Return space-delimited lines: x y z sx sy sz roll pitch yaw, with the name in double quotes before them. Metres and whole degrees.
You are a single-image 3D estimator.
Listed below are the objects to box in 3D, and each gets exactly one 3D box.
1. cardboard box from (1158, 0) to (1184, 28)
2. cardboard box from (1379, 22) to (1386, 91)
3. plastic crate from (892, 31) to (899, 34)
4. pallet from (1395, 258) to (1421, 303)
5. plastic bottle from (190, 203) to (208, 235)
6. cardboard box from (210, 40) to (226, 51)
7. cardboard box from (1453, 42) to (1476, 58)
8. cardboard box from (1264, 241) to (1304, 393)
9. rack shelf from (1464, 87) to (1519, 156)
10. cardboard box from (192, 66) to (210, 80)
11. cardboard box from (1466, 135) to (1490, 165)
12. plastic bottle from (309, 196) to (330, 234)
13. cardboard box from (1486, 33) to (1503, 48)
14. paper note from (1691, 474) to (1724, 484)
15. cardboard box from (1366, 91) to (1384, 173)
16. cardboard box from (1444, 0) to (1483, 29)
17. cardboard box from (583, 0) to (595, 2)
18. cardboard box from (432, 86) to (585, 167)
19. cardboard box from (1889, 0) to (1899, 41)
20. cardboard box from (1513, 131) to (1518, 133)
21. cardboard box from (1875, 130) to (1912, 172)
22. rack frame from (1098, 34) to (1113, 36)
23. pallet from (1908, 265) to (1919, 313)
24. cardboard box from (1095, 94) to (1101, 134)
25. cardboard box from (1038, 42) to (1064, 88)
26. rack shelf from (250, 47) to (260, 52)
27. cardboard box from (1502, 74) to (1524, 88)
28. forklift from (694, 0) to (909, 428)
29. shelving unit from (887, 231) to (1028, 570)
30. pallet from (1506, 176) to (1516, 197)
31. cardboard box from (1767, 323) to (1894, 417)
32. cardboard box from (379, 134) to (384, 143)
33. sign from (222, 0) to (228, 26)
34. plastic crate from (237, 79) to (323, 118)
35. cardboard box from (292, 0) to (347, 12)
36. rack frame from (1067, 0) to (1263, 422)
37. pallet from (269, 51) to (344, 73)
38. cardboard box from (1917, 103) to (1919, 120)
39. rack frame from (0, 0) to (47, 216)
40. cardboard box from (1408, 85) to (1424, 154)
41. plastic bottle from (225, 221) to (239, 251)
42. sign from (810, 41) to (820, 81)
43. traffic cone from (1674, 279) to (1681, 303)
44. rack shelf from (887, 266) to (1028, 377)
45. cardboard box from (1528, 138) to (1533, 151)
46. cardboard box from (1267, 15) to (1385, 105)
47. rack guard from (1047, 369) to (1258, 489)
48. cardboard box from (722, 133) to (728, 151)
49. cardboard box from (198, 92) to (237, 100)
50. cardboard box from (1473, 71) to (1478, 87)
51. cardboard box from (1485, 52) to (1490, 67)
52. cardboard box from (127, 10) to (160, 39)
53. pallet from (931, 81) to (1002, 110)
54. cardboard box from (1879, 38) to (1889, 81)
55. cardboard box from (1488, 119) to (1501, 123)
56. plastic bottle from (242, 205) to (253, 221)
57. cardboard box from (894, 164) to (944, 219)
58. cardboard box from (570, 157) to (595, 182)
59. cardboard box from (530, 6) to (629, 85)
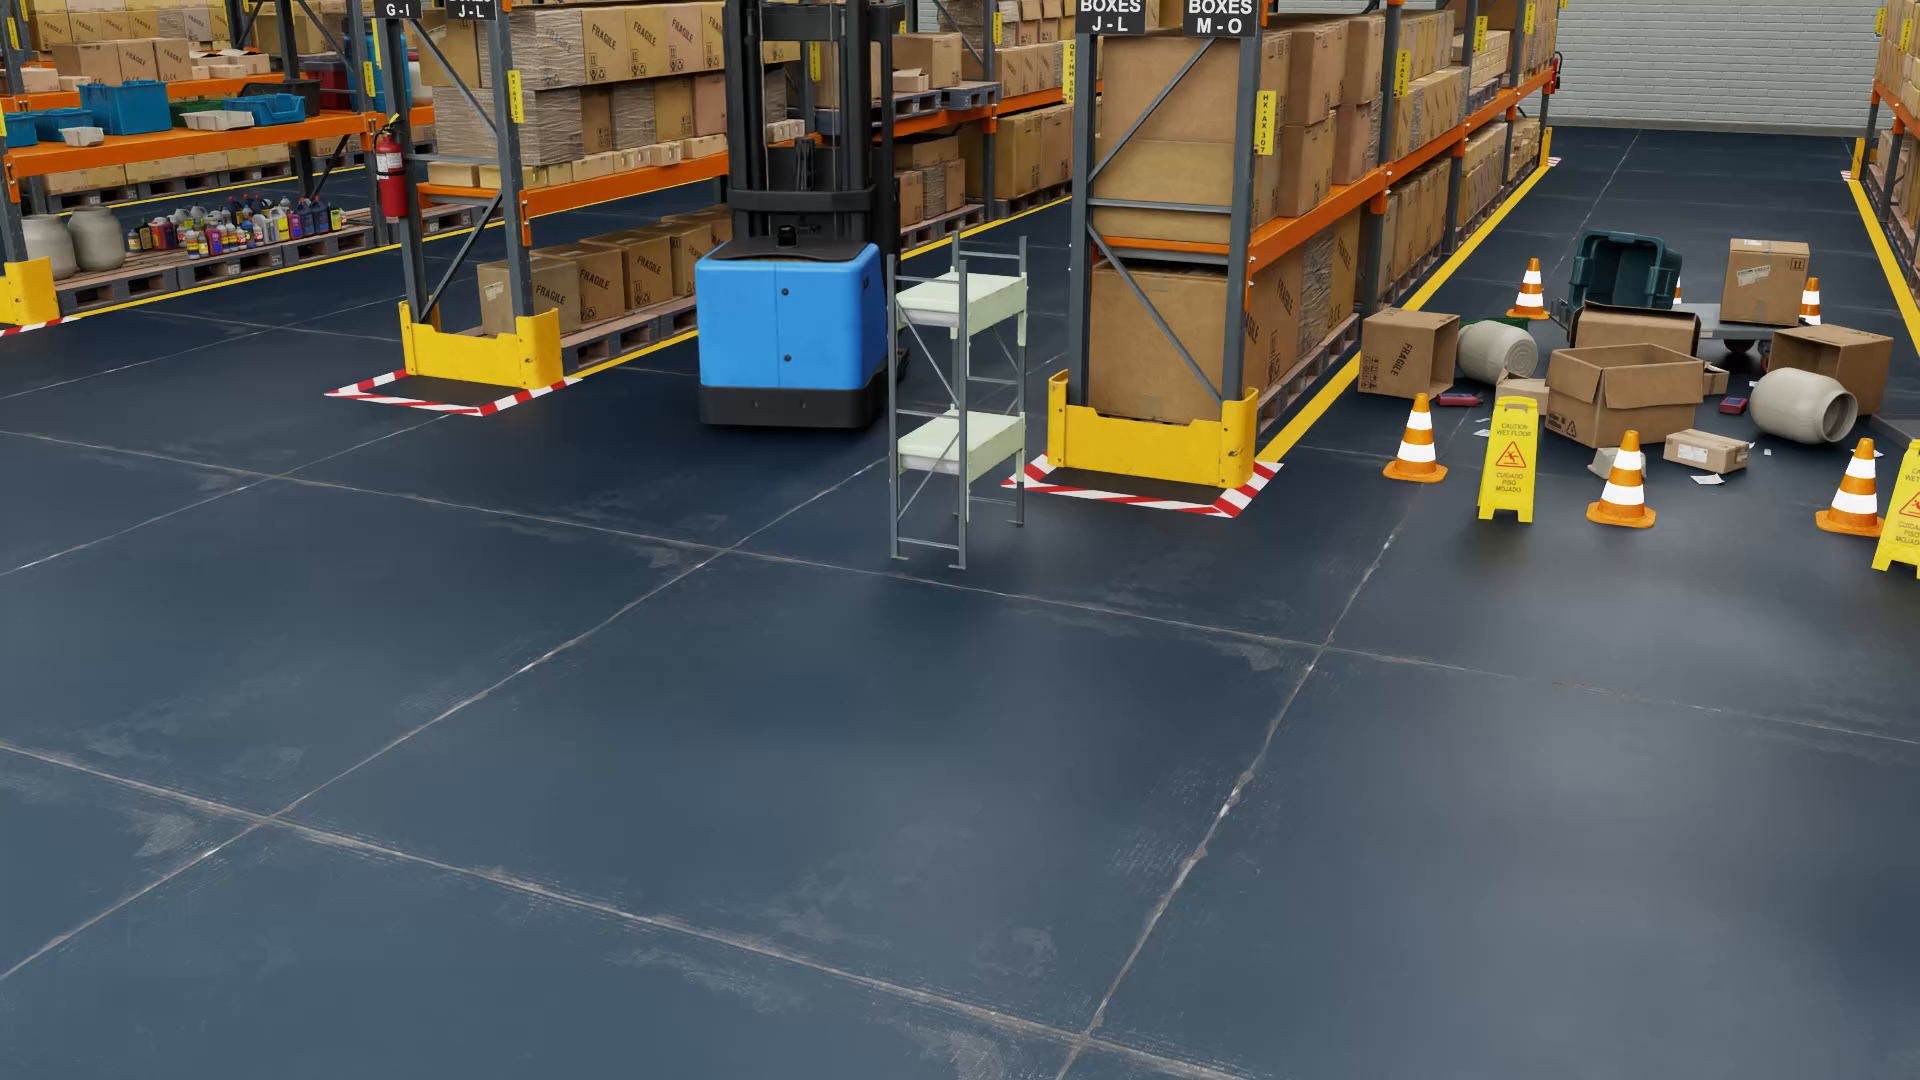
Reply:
"cardboard box" 3.212 -7.673 24.227 0.500 0.500 0.500 9 21 23
"cardboard box" 2.939 -3.726 12.827 0.700 0.500 0.500 8 21 22
"plastic crate" -1.314 -8.031 26.433 0.616 0.435 0.499 9 21 23
"pallet" 3.487 -2.362 14.794 1.003 0.211 1.213 9 21 23
"plastic bottle" -7.222 -3.028 15.803 0.144 0.351 0.185 8 21 22
"cardboard box" -11.985 -7.919 26.606 0.380 0.149 0.250 9 21 24
"cardboard box" 4.957 -4.909 16.656 0.380 0.149 0.250 8 21 22
"cardboard box" 1.679 -1.515 10.795 0.875 0.875 0.875 8 21 22
"rack shelf" 5.198 -4.550 17.860 1.077 0.370 4.000 9 21 23
"cardboard box" -9.611 -5.834 20.771 0.380 0.149 0.250 10 22 27
"cardboard box" 5.304 -4.133 17.599 0.500 0.250 0.500 9 21 23
"plastic bottle" -6.262 -3.169 16.199 0.144 0.351 0.185 8 21 21
"cardboard box" 5.814 -5.550 18.458 0.380 0.149 0.250 8 21 21
"paper note" 4.232 -0.347 9.399 0.148 0.019 0.142 1 20 4
"cardboard box" 2.601 -3.011 12.235 0.875 0.550 0.550 9 21 23
"cardboard box" 5.963 -6.340 19.733 0.500 0.500 0.500 8 21 21
"cardboard box" -6.210 -8.826 27.168 0.500 0.500 0.500 9 22 24
"cardboard box" -3.130 -2.895 11.540 0.875 0.500 0.500 9 21 23
"cardboard box" 11.347 -6.168 19.695 0.500 0.500 0.500 8 21 22
"cardboard box" 6.874 -5.117 21.119 0.380 0.149 0.250 8 21 20
"cardboard box" 12.033 -4.850 20.827 0.875 0.438 0.875 8 21 21
"rack frame" 1.533 -6.212 21.459 1.000 3.000 0.127 9 21 23
"pallet" 8.615 -2.077 13.994 1.003 0.211 1.213 9 21 23
"cardboard box" 1.290 -5.210 21.187 1.225 0.875 0.875 9 21 23
"cardboard box" 0.965 -5.615 19.632 0.500 0.500 0.500 9 21 23
"rack shelf" -11.205 -8.523 29.032 1.077 0.370 4.000 9 21 23
"cardboard box" 6.432 -5.424 19.618 0.380 0.149 0.250 9 22 25
"forklift" -0.950 -2.516 11.168 1.130 2.935 3.031 2 20 6
"shelving unit" -0.003 -0.705 8.212 0.431 1.500 0.755 9 21 23
"pallet" 6.260 -4.397 20.517 1.003 0.211 1.213 9 21 23
"cardboard box" 5.618 -1.089 10.782 0.500 0.500 0.500 -9 22 -24
"cardboard box" -8.274 -5.793 23.354 0.500 0.500 0.500 8 21 22
"sign" -9.640 -6.929 21.867 0.100 0.325 0.005 9 21 23
"plastic crate" -6.592 -4.274 16.103 0.767 0.338 0.504 9 21 23
"cardboard box" -11.194 -9.002 28.857 0.980 0.700 0.700 7 21 20
"rack frame" 1.103 -1.832 9.144 1.000 3.000 0.127 9 21 23
"pallet" -8.927 -6.476 22.488 1.213 0.211 1.003 9 21 23
"cardboard box" 9.322 -4.059 15.629 0.500 0.250 0.500 8 21 22
"rack frame" -10.779 -5.127 18.408 1.000 3.000 0.127 9 21 23
"cardboard box" 3.408 -3.380 13.348 0.500 0.500 0.500 9 21 23
"plastic bottle" -6.691 -2.792 15.258 0.097 0.271 0.097 0 20 0
"sign" -1.244 -4.102 14.235 0.100 0.325 0.005 9 21 23
"traffic cone" 5.735 -2.008 13.426 0.336 0.463 0.334 9 21 23
"rack shelf" -0.003 -1.072 8.081 0.431 0.370 0.720 9 21 23
"cardboard box" 7.288 -5.198 21.793 0.380 0.149 0.250 9 21 24
"cardboard box" 2.440 -3.342 11.555 0.875 0.550 0.550 9 21 23
"rack guard" 1.093 -0.647 9.542 1.175 0.500 0.348 9 21 23
"cardboard box" -2.054 -3.249 13.502 0.380 0.149 0.250 9 21 23
"cardboard box" -12.171 -7.219 26.874 0.750 0.750 0.750 9 21 23
"cardboard box" 5.076 -4.714 16.994 0.380 0.149 0.250 10 22 25
"cardboard box" 5.393 -5.094 17.621 0.380 0.149 0.250 9 22 25
"cardboard box" -12.596 -7.809 25.327 0.500 0.500 0.500 9 22 24
"pallet" -0.299 -4.666 17.400 1.213 0.211 1.003 9 21 23
"cardboard box" 11.572 -5.856 20.310 0.500 0.500 0.500 8 21 22
"cardboard box" 7.127 -5.644 22.602 0.380 0.149 0.250 9 21 24
"plastic bottle" -6.919 -3.117 16.172 0.097 0.271 0.097 0 20 0
"cardboard box" -0.576 -3.640 17.301 0.700 0.500 0.500 7 21 18
"cardboard box" -2.810 -2.628 11.756 0.380 0.149 0.250 9 21 23
"cardboard box" -2.695 -3.485 11.705 0.500 0.500 0.500 9 21 23
